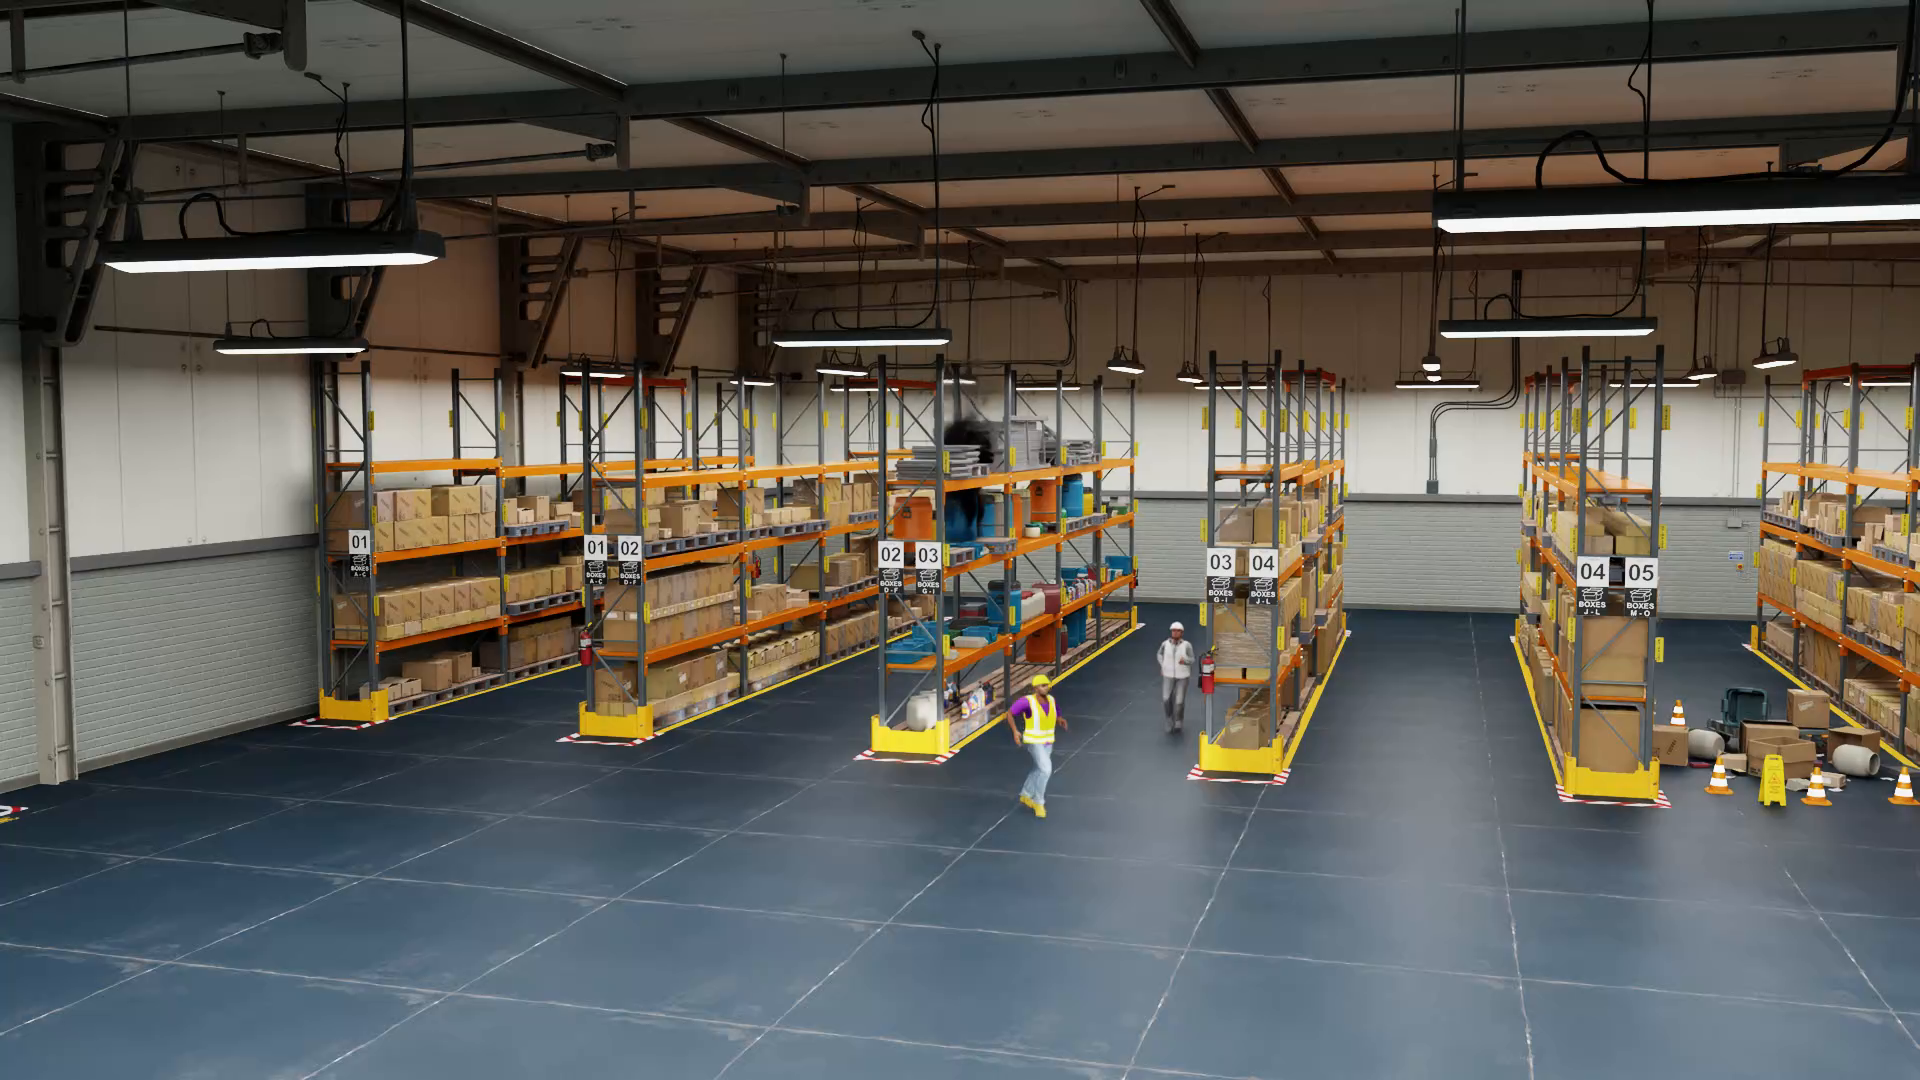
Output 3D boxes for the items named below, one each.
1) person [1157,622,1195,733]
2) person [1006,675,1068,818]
[{"bbox_3d":[3.457,2.219,26.748,0.640,1.790,0.667,1,4,13],"label":"person"},{"bbox_3d":[1.030,2.619,21.242,0.679,1.821,0.761,-4,5,-41],"label":"person"}]
